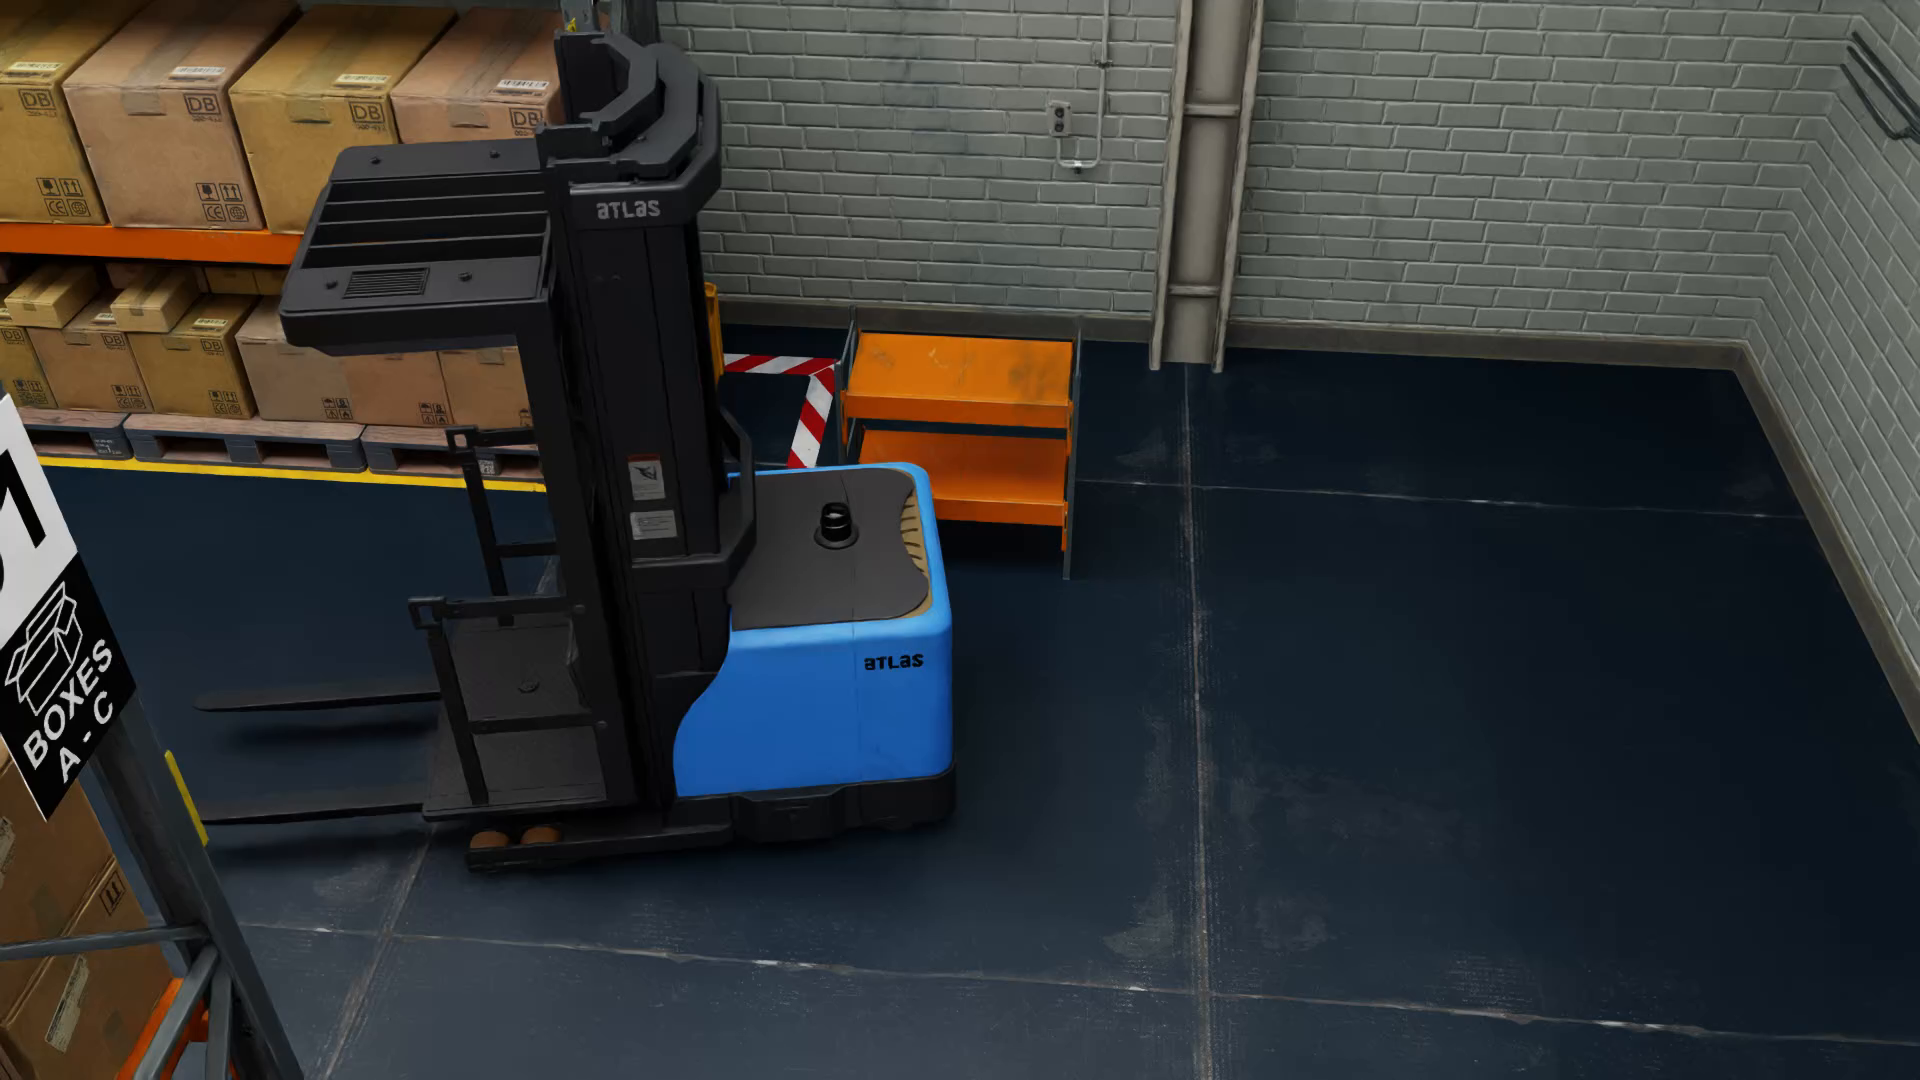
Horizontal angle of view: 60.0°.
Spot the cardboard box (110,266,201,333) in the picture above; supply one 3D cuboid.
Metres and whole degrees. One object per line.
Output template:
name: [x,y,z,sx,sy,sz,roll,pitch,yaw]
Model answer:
cardboard box: [-3.925,-1.175,8.122,0.250,0.149,0.380,2,39,3]

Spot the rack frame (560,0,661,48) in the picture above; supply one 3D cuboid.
rack frame: [-1.522,-1.779,7.730,0.127,3.000,1.000,3,39,4]

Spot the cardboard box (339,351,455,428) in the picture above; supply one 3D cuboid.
cardboard box: [-2.727,-0.975,8.390,0.500,0.500,0.700,3,39,4]

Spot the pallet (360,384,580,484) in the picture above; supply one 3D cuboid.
pallet: [-2.325,-0.692,8.604,1.213,0.211,1.003,3,39,4]

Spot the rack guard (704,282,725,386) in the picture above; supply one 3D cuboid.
rack guard: [-1.498,-0.809,8.518,0.348,0.500,1.175,3,39,4]

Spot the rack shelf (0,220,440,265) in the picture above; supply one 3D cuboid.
rack shelf: [-3.515,-1.609,8.091,4.000,0.370,1.077,3,39,4]

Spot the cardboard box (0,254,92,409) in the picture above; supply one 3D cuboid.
cardboard box: [-4.771,-1.086,8.525,0.500,0.500,0.700,4,39,4]

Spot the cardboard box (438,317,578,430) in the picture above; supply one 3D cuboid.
cardboard box: [-2.228,-0.948,8.357,0.500,0.500,0.700,3,39,4]

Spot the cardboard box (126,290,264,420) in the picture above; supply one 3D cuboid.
cardboard box: [-3.760,-1.027,8.453,0.500,0.500,0.700,4,39,5]

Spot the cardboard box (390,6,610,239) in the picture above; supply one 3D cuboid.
cardboard box: [-2.031,-1.917,7.662,0.700,0.700,0.980,5,39,6]

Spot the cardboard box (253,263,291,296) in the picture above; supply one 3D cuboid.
cardboard box: [-3.349,-1.387,8.381,0.250,0.149,0.380,4,39,4]

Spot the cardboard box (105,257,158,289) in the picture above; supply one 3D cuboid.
cardboard box: [-4.111,-1.428,8.433,0.250,0.149,0.380,2,39,2]

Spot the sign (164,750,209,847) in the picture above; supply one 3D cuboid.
sign: [-1.899,0.659,4.049,0.005,0.325,0.100,3,39,4]

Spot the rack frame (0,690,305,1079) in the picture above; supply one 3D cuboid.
rack frame: [-1.946,1.336,3.903,0.127,3.000,1.000,3,39,4]

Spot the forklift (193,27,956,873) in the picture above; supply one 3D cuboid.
forklift: [-1.568,-0.218,5.867,3.031,2.935,1.130,-4,39,-5]

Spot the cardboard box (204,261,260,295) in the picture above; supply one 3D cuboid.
cardboard box: [-3.602,-1.401,8.399,0.250,0.149,0.380,2,39,3]

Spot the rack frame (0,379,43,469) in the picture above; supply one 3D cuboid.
rack frame: [-1.946,-0.990,2.009,0.127,3.000,1.000,3,39,4]

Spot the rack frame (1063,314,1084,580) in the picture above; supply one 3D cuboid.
rack frame: [0.513,-0.408,7.531,0.032,1.125,0.500,3,39,4]

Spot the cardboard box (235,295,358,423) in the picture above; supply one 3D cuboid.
cardboard box: [-3.228,-1.002,8.423,0.500,0.500,0.700,2,39,2]

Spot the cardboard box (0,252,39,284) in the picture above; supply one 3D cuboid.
cardboard box: [-4.898,-1.470,8.484,0.250,0.149,0.380,3,39,4]

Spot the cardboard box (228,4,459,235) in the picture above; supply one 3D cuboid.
cardboard box: [-2.757,-1.950,7.702,0.700,0.700,0.980,3,39,3]

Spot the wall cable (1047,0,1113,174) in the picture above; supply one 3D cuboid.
wall cable: [-0.165,-2.699,8.055,1.851,1.984,0.084,3,39,4]

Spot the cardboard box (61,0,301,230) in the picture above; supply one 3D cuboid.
cardboard box: [-3.516,-1.997,7.760,0.700,0.700,0.980,1,39,2]

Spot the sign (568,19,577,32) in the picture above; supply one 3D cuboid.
sign: [-1.583,-1.980,6.872,0.005,0.325,0.100,3,39,4]

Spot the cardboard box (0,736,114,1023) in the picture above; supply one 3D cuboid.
cardboard box: [-2.365,0.720,3.789,0.500,0.500,0.500,4,39,5]

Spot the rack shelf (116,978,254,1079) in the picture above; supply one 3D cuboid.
rack shelf: [-3.938,1.506,4.264,4.000,0.370,1.077,3,39,4]

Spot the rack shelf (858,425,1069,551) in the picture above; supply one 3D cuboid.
rack shelf: [0.007,-0.246,7.719,1.000,0.278,0.538,3,39,4]

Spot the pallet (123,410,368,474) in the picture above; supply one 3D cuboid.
pallet: [-3.537,-0.760,8.687,1.213,0.211,1.003,3,39,4]

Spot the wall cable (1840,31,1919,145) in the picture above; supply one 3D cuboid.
wall cable: [4.082,-2.369,6.162,0.112,2.526,3.097,3,39,4]

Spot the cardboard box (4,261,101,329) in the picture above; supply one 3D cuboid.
cardboard box: [-4.445,-1.204,8.157,0.250,0.149,0.380,4,39,5]

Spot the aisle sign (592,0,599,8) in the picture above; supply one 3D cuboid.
aisle sign: [-1.476,-2.595,6.673,0.004,0.787,0.394,3,39,4]

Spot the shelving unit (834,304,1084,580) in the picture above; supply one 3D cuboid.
shelving unit: [0.007,-0.436,7.565,1.048,1.125,0.538,3,39,4]

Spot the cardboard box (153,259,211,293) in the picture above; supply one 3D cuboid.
cardboard box: [-3.859,-1.414,8.415,0.250,0.149,0.380,4,39,4]

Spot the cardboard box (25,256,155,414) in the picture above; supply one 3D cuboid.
cardboard box: [-4.271,-1.056,8.489,0.500,0.500,0.700,3,39,3]

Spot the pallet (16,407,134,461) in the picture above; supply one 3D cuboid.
pallet: [-4.756,-0.825,8.767,1.213,0.211,1.003,3,39,4]

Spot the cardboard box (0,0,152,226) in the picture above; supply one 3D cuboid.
cardboard box: [-4.241,-2.031,7.801,0.700,0.700,0.980,2,39,3]

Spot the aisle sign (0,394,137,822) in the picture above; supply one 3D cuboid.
aisle sign: [-1.852,0.147,3.304,0.004,0.787,0.394,3,39,4]

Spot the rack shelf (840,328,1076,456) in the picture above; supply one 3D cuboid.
rack shelf: [0.007,-0.663,7.380,1.000,0.278,0.538,3,39,4]

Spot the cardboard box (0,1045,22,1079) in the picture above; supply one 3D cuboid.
cardboard box: [-2.415,1.444,3.691,0.500,0.500,0.500,4,39,5]

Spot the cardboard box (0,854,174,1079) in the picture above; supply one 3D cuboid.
cardboard box: [-2.365,1.107,4.105,0.500,0.500,0.500,4,39,5]

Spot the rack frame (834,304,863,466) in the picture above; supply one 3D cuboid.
rack frame: [-0.500,-0.464,7.599,0.032,1.125,0.500,3,39,4]

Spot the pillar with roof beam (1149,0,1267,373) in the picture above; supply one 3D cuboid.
pillar with roof beam: [0.871,-1.796,2.998,0.400,9.000,9.100,3,39,4]
